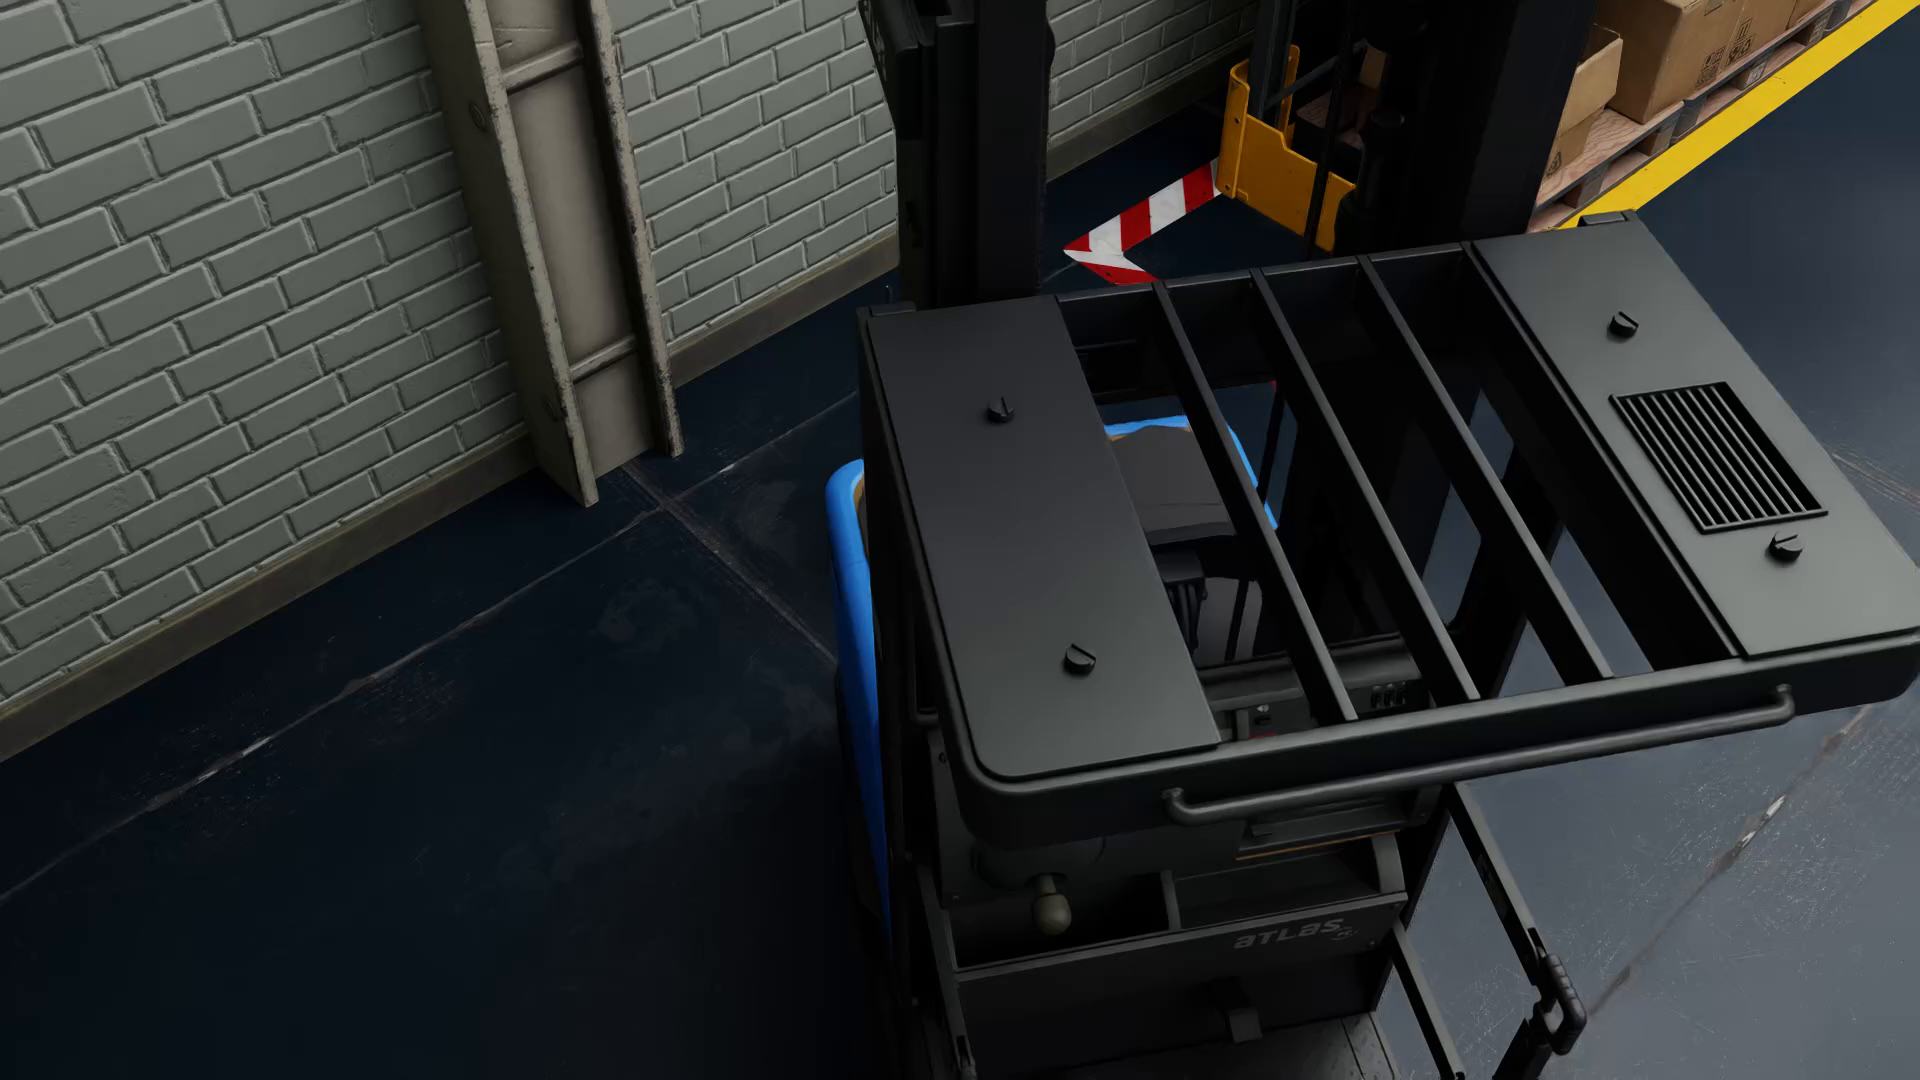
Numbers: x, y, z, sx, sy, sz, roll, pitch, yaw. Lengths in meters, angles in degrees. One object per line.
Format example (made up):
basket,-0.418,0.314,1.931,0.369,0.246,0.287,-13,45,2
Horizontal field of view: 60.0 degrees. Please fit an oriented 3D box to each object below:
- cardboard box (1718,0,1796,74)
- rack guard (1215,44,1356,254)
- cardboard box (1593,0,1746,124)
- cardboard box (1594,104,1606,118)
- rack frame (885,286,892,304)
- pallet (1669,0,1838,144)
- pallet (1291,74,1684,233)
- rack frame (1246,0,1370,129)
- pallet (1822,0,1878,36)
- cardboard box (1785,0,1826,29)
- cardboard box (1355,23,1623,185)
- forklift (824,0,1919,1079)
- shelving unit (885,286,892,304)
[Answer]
cardboard box,3.073,-2.297,6.744,0.500,0.500,0.500,-33,55,-27
rack guard,1.496,-1.333,6.140,0.348,0.500,1.175,-34,56,-27
cardboard box,2.615,-2.090,6.553,0.500,0.500,0.700,-32,55,-26
cardboard box,2.297,-1.758,6.485,0.250,0.149,0.380,-36,57,-28
rack frame,-0.130,-0.269,4.784,0.008,1.050,0.200,-34,56,-27
pallet,2.987,-2.230,7.164,1.213,0.211,1.003,-34,56,-27
pallet,2.085,-1.629,6.610,1.213,0.211,1.003,-34,56,-27
rack frame,1.440,-2.143,5.186,0.127,3.000,1.000,-34,56,-27
pallet,3.890,-2.836,7.723,1.213,0.211,1.003,-34,56,-27
cardboard box,3.383,-2.603,7.026,0.500,0.500,0.700,-36,57,-28
cardboard box,1.956,-1.690,6.181,0.637,0.503,0.797,-36,57,-28
forklift,0.455,0.540,2.757,1.130,2.935,3.031,-8,48,-8
shelving unit,-0.040,-0.330,4.840,0.252,1.050,0.215,-34,56,-27
